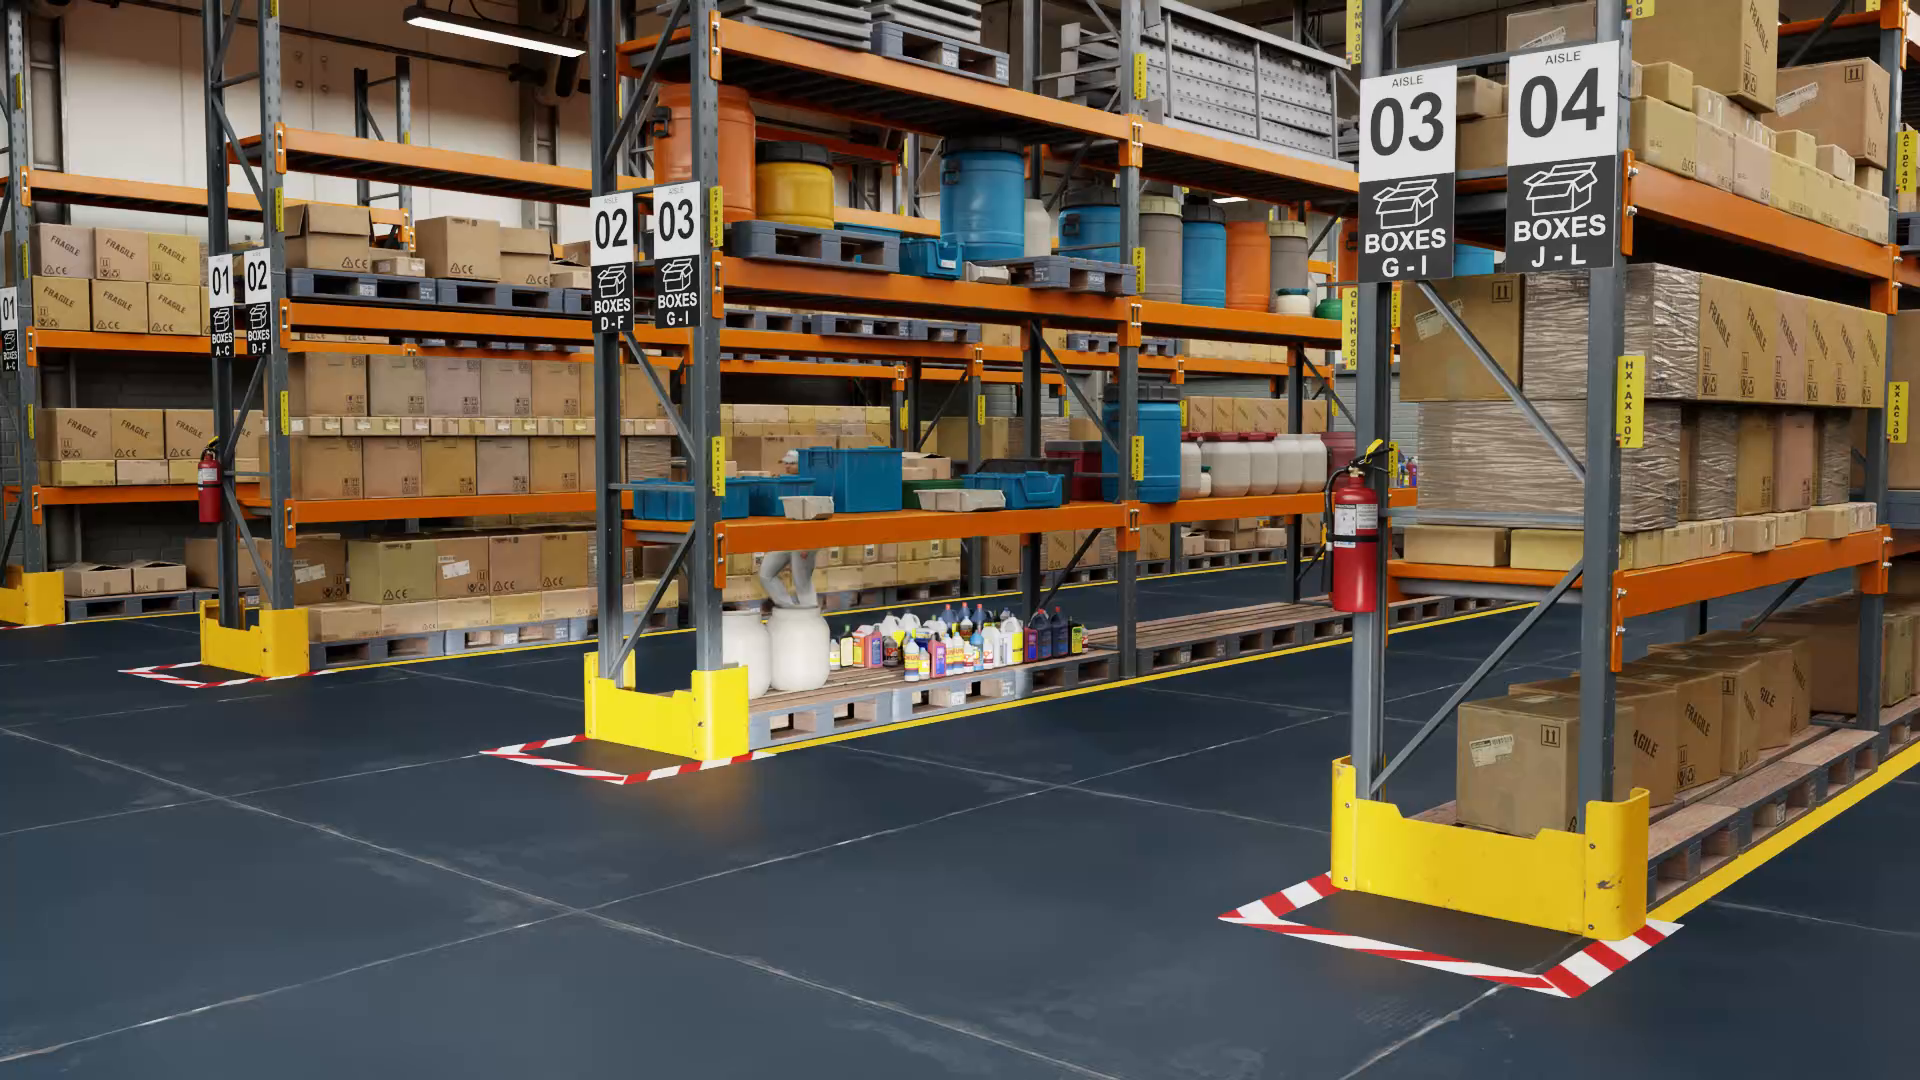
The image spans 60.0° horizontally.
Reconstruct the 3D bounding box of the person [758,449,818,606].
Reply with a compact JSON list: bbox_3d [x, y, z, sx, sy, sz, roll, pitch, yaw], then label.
[{"bbox_3d":[-1.499,0.030,14.861,0.513,1.694,0.470,3,5,42],"label":"person"}]
